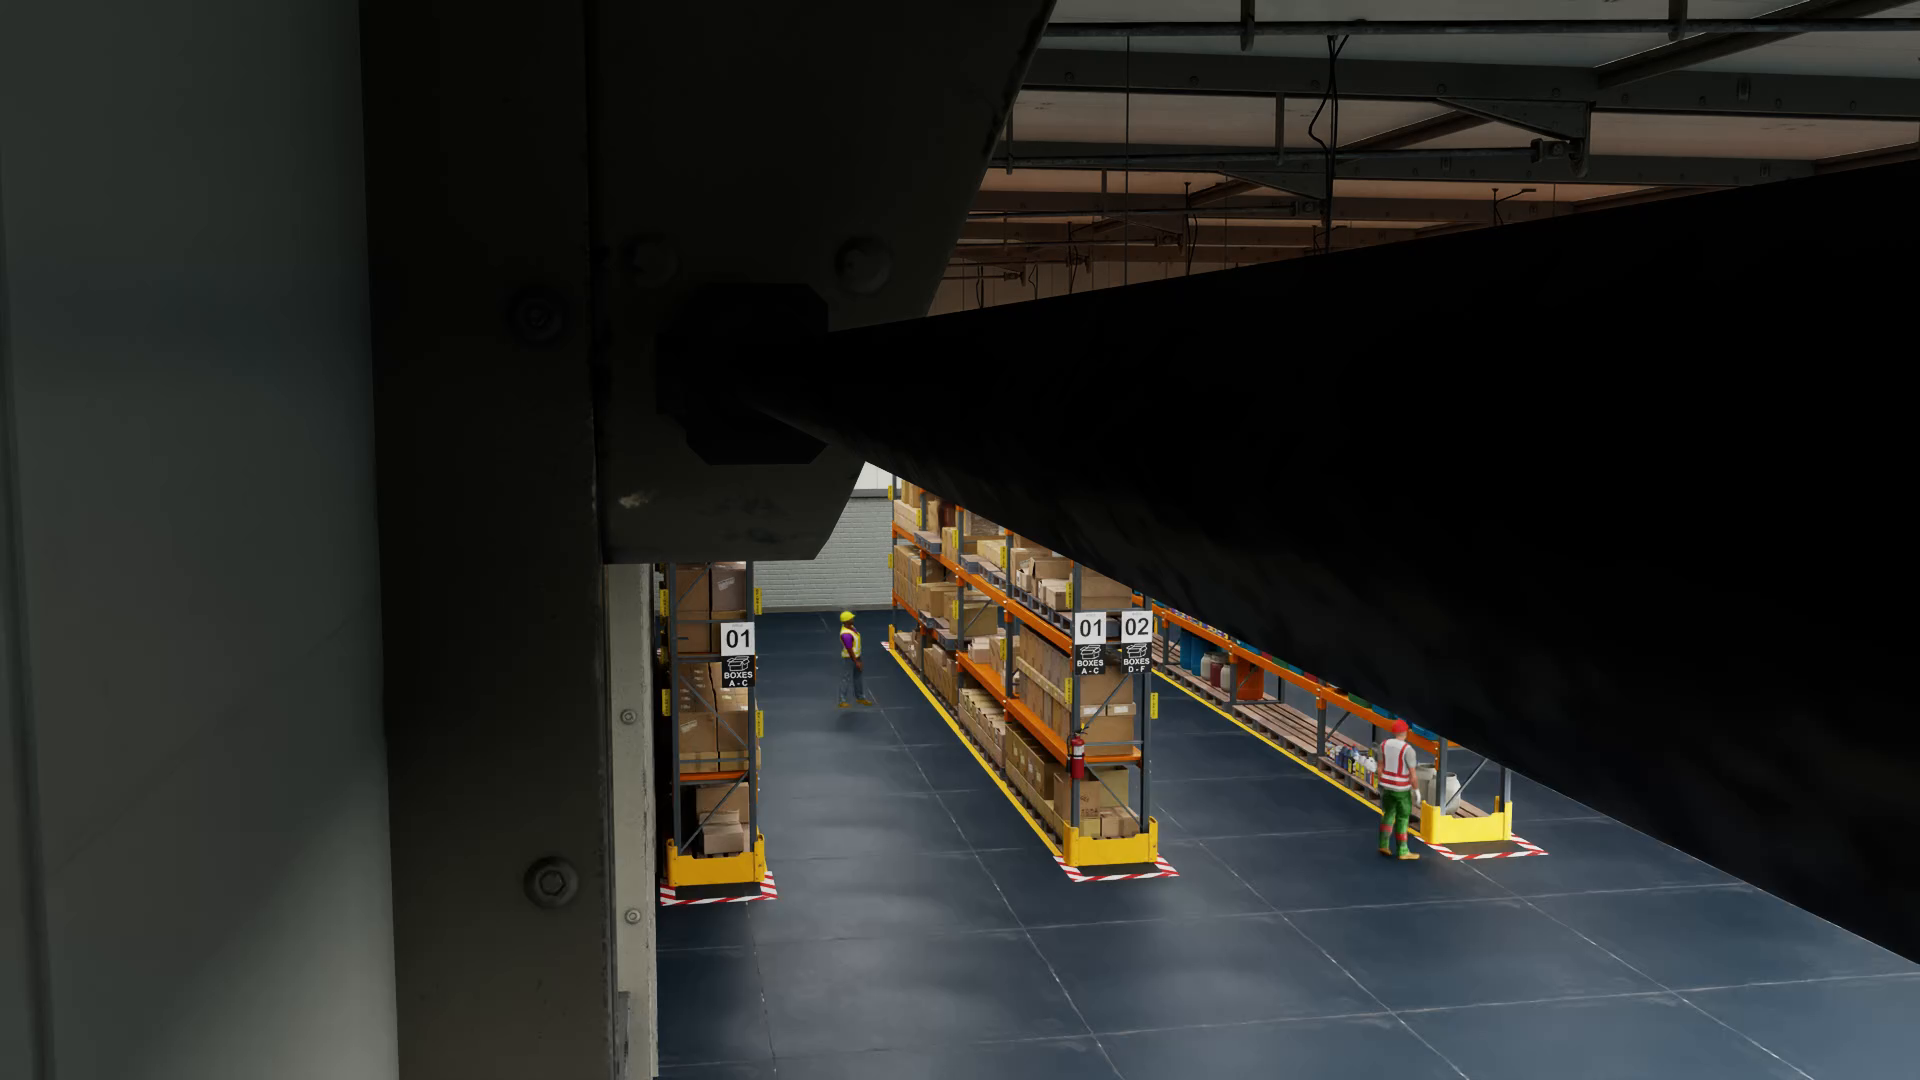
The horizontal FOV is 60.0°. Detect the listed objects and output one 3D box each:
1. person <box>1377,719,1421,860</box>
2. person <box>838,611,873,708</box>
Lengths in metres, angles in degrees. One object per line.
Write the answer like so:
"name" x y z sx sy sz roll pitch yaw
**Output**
"person" 5.587 3.189 21.166 0.392 1.854 0.659 -5 8 -38
"person" -1.918 2.149 29.979 0.520 1.782 0.704 1 6 13
